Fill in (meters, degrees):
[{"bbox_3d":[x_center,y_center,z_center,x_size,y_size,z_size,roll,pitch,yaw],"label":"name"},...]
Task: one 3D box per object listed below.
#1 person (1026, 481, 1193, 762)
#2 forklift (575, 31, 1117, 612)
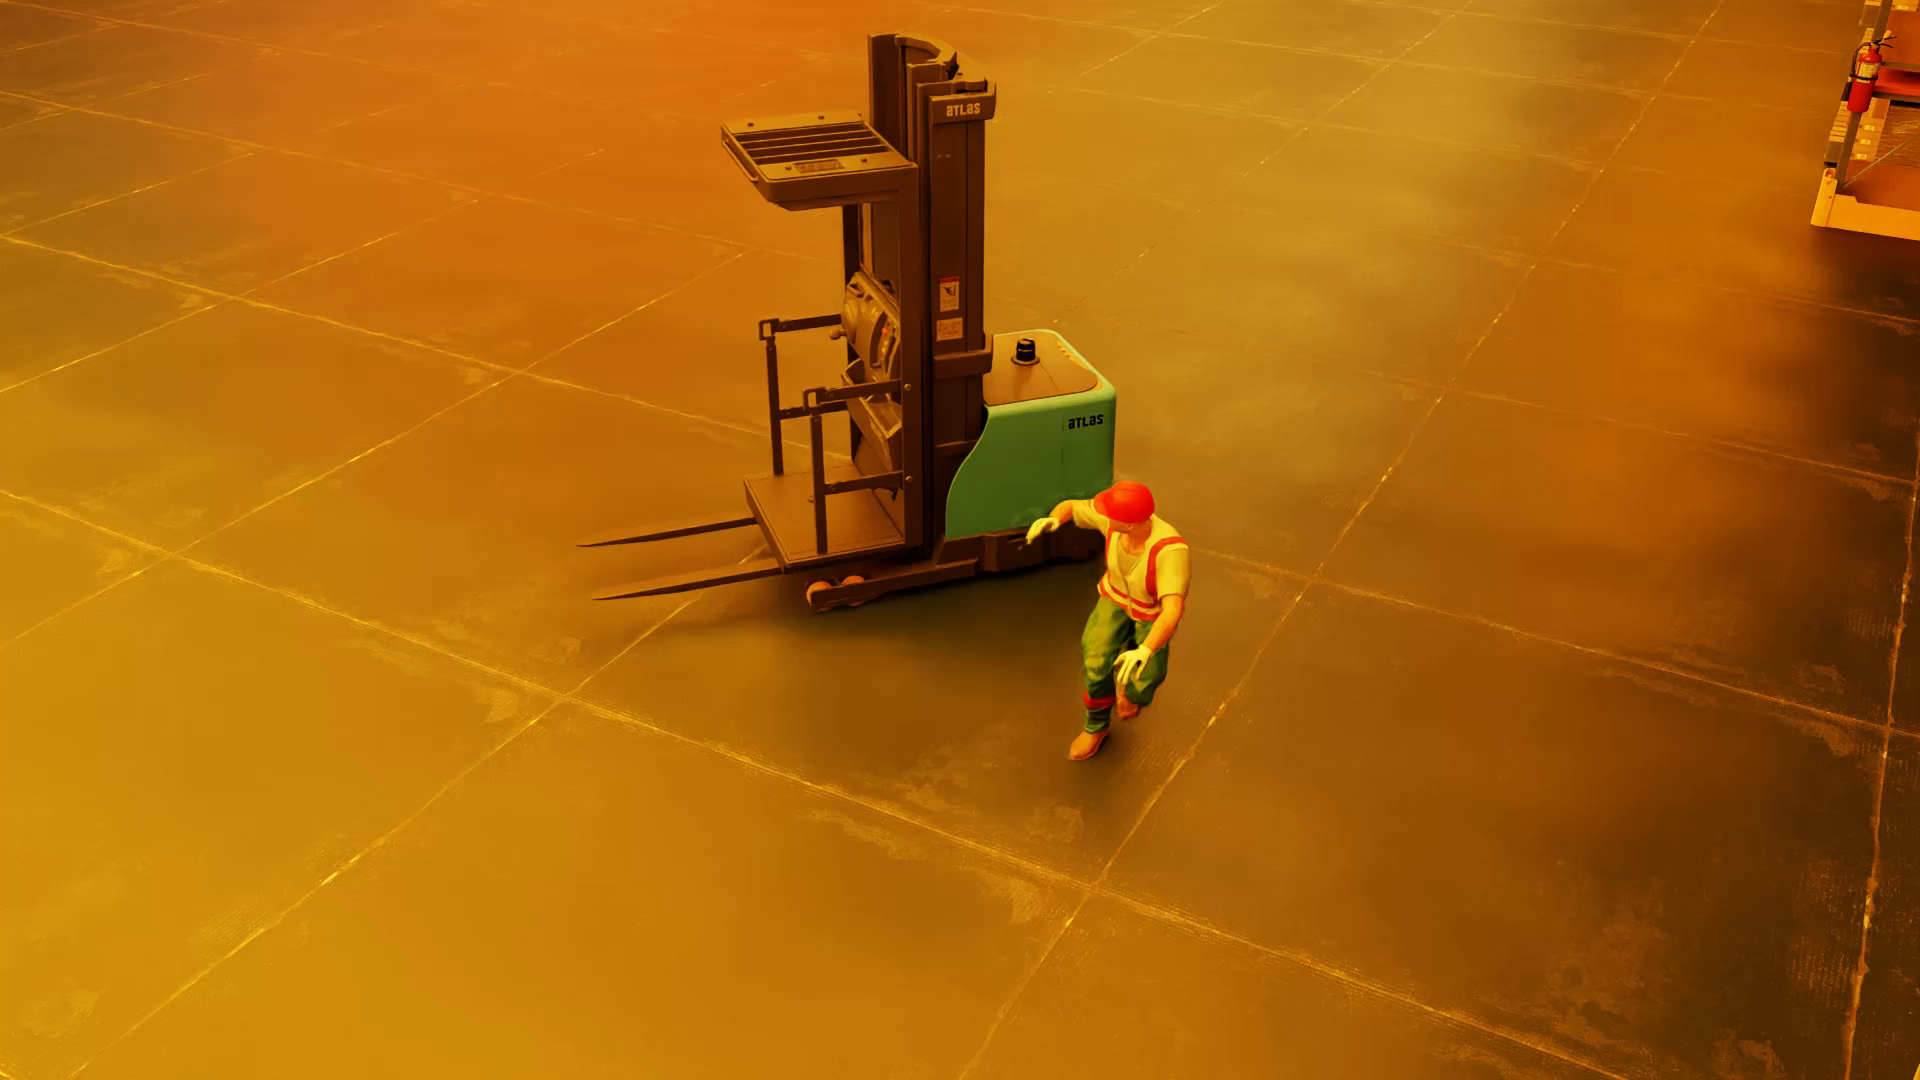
[{"bbox_3d":[0.683,0.403,7.823,0.788,1.483,1.021,12,32,20],"label":"person"},{"bbox_3d":[-0.675,-1.165,9.090,3.031,2.935,1.130,-10,31,-17],"label":"forklift"}]
